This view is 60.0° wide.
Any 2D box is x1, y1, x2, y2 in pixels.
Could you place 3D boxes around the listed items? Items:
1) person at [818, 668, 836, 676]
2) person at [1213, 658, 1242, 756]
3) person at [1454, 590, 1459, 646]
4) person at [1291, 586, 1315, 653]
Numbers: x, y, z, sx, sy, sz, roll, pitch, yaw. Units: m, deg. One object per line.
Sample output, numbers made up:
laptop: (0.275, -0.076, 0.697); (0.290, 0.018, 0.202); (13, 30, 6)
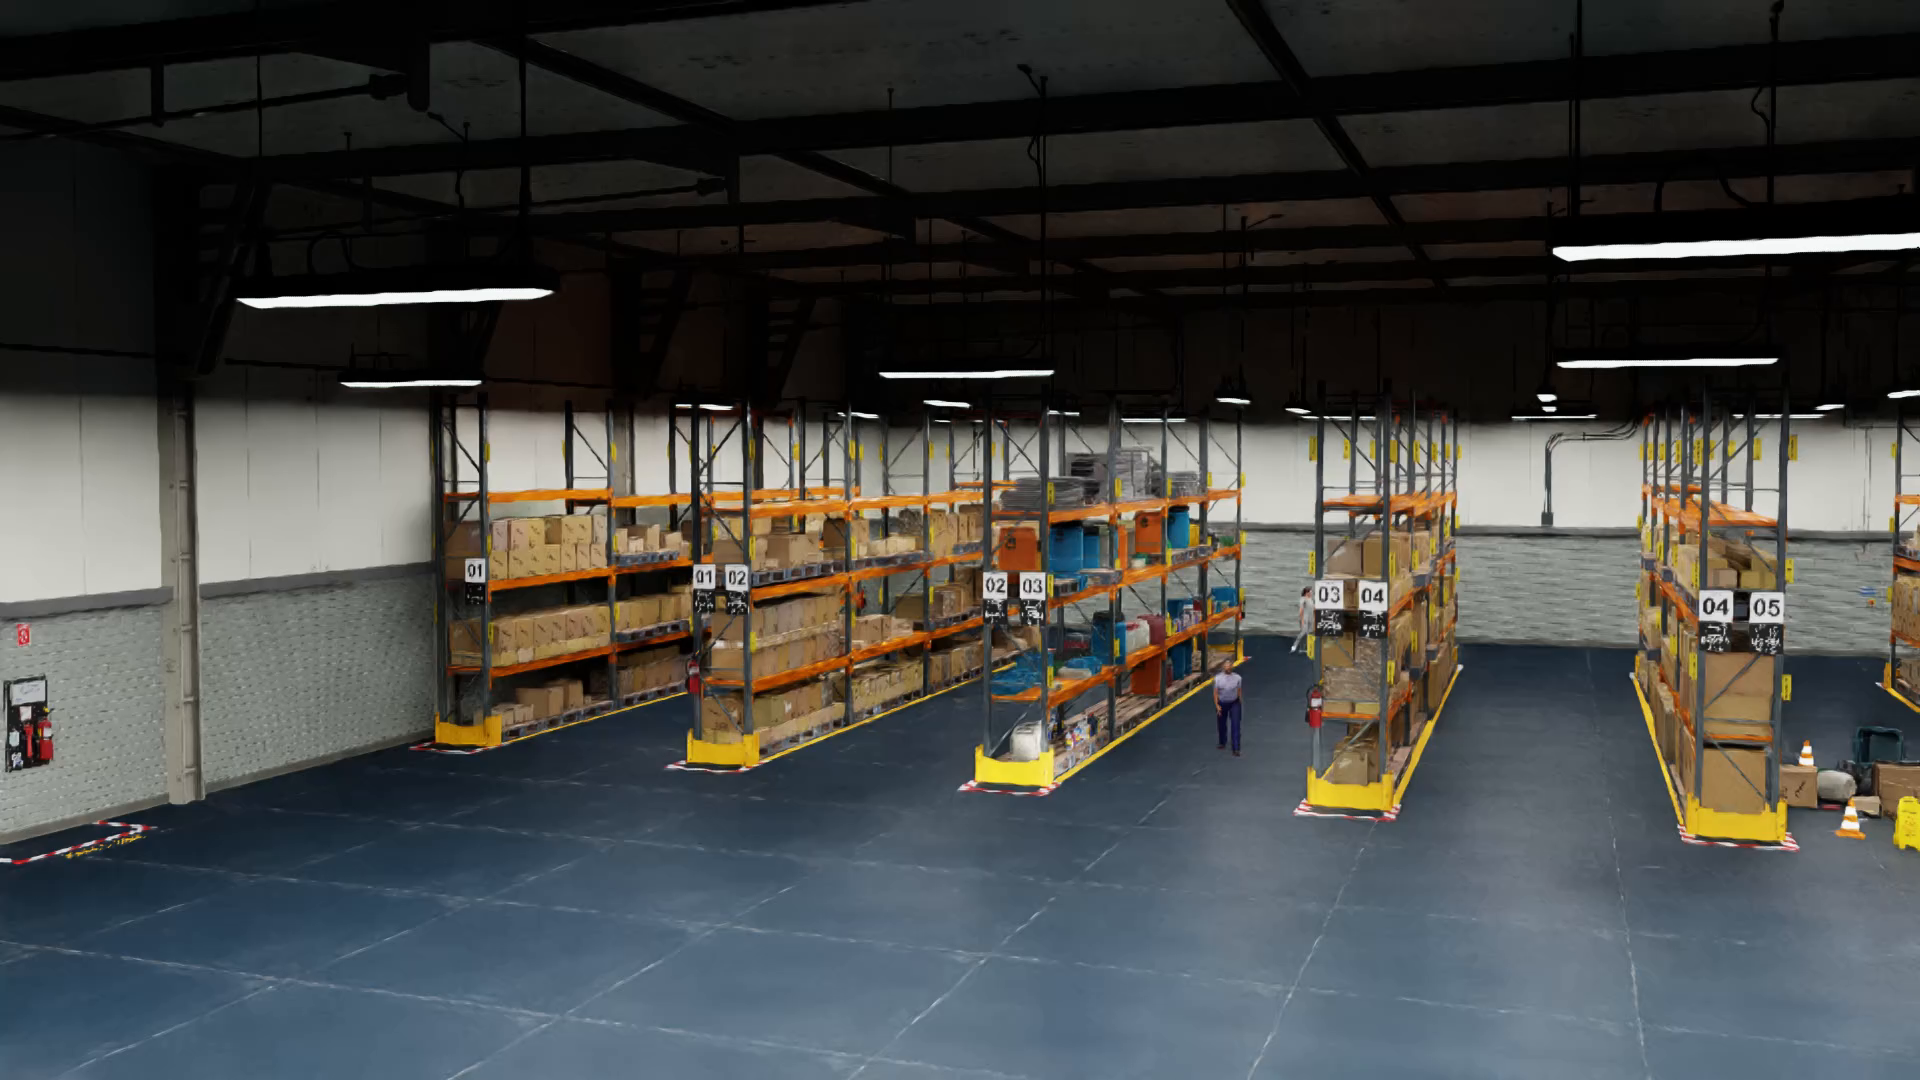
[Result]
person: (-2.815, 2.327, 34.618); (0.682, 1.676, 0.535); (1, 3, 18)
person: (4.420, 2.735, 27.491); (0.478, 1.580, 1.000); (1, 3, 11)
person: (12.370, 1.856, 42.538); (0.785, 1.773, 0.515); (-1, 3, -23)
person: (8.485, 1.968, 41.147); (0.623, 1.667, 0.449); (-3, 4, -40)
